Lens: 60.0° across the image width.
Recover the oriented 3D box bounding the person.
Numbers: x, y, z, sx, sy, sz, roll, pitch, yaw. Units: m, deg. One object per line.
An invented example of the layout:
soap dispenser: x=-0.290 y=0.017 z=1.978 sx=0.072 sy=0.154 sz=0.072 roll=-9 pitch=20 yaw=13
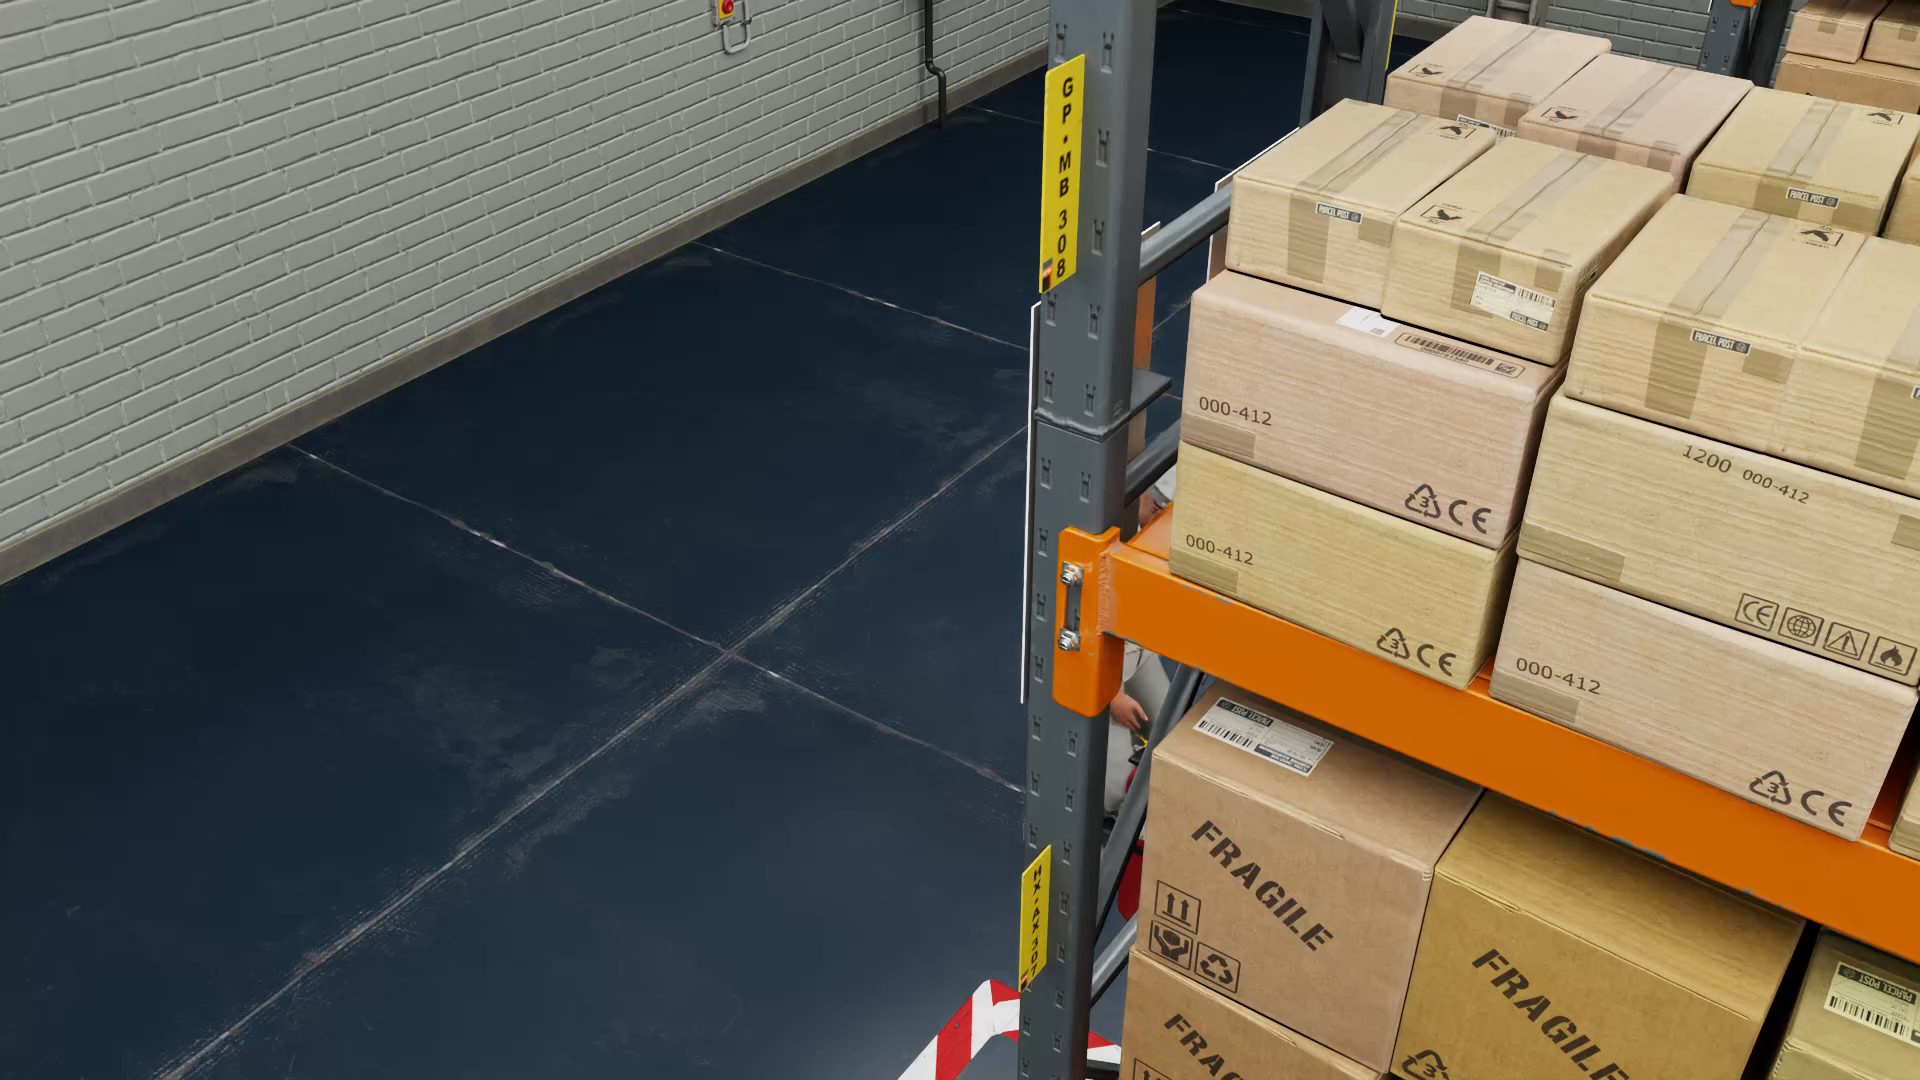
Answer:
person: x=0.554 y=0.399 z=5.657 sx=0.585 sy=1.650 sz=0.571 roll=22 pitch=40 yaw=29
